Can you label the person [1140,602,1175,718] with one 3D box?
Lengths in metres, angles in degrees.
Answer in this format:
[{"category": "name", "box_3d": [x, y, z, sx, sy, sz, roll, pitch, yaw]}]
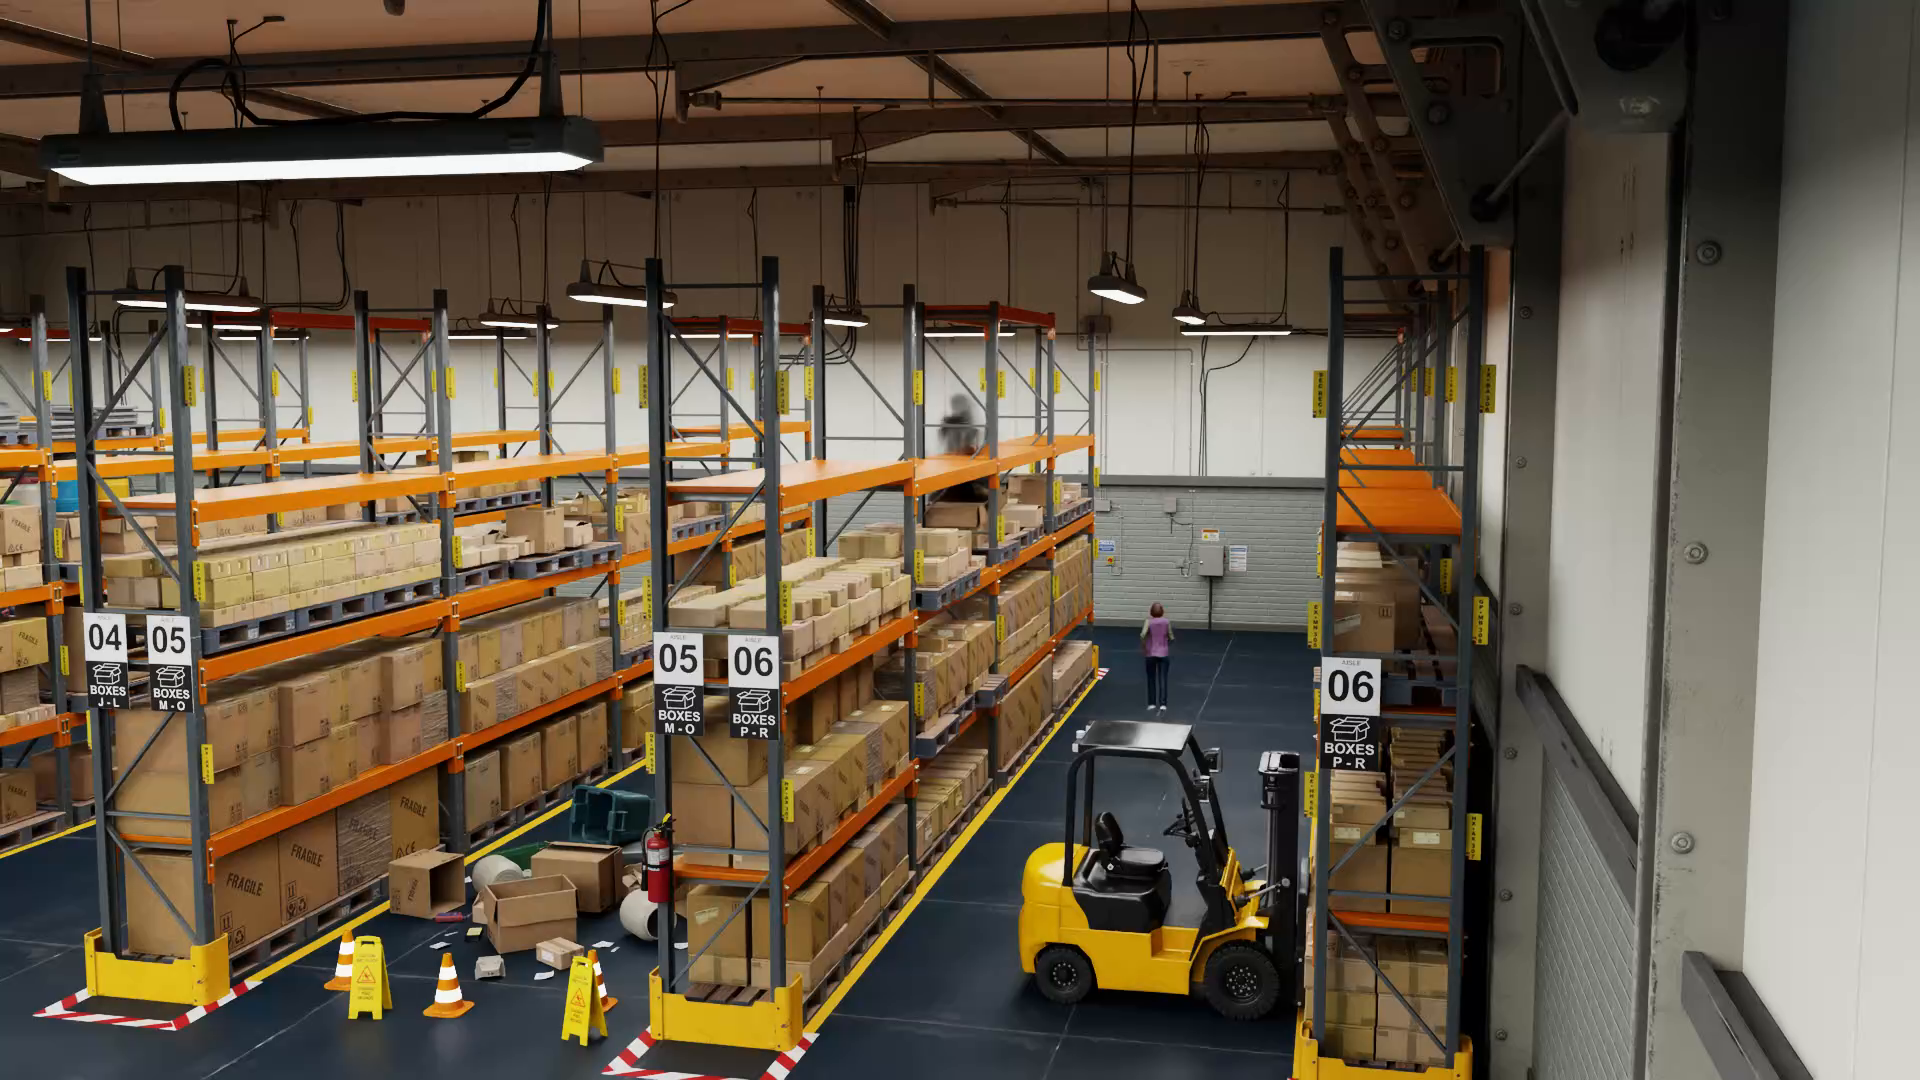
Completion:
[{"category": "person", "box_3d": [2.801, 1.692, 23.662, 0.514, 1.613, 0.797, 0, 6, 0]}]
